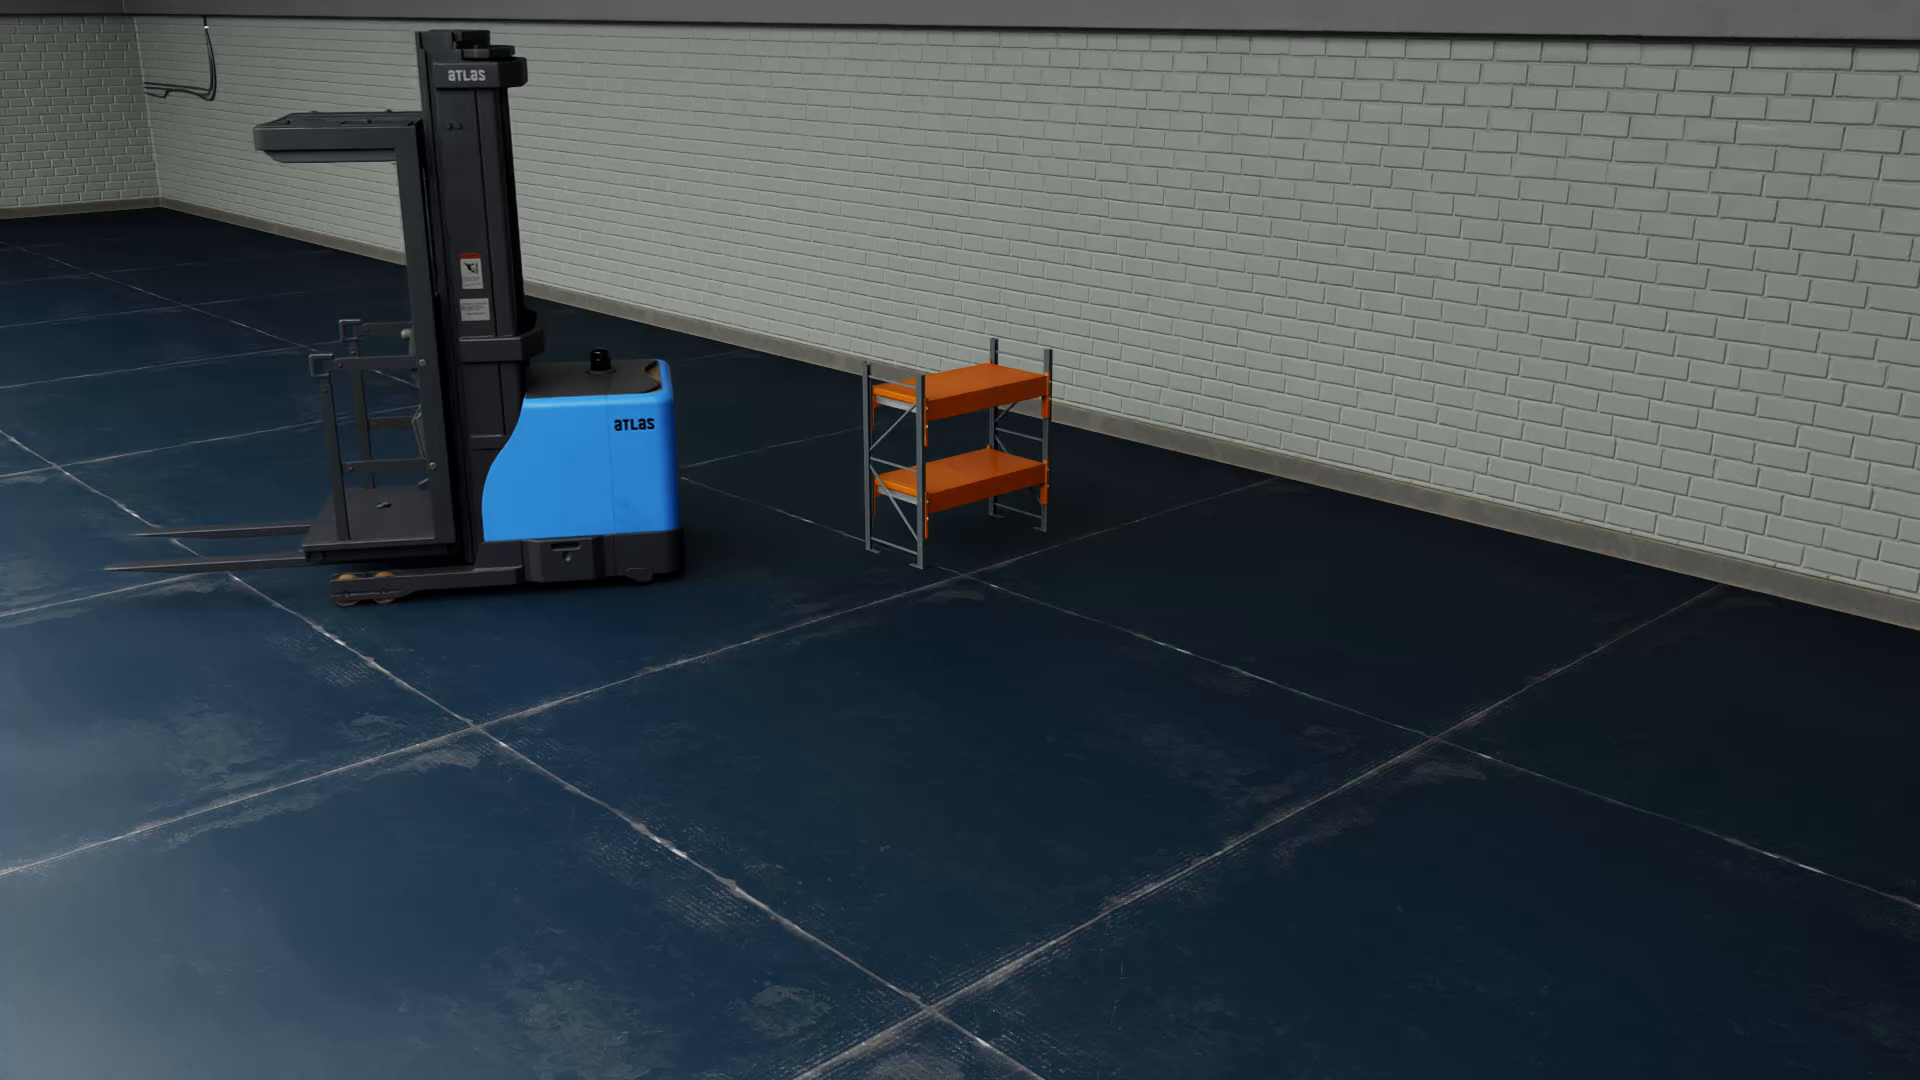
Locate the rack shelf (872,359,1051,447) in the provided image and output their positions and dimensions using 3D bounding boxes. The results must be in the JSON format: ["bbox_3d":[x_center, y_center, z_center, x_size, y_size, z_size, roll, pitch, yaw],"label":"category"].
[{"bbox_3d":[-0.005,-0.812,9.717,1.000,0.278,0.538,-16,24,-41],"label":"rack shelf"}]

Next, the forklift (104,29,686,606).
[{"bbox_3d":[-3.104,-1.218,8.991,3.031,2.935,1.130,-3,18,-11],"label":"forklift"}]

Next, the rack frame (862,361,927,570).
[{"bbox_3d":[-0.374,-0.426,9.475,0.032,1.125,0.500,-16,24,-41],"label":"rack frame"}]

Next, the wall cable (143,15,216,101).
[{"bbox_3d":[-11.579,-7.710,24.210,0.112,2.526,3.097,-16,24,-41],"label":"wall cable"}]

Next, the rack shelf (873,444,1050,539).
[{"bbox_3d":[-0.005,-0.301,9.882,1.000,0.278,0.538,-16,24,-41],"label":"rack shelf"}]

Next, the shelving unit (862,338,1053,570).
[{"bbox_3d":[-0.005,-0.534,9.807,1.048,1.125,0.538,-16,24,-41],"label":"shelving unit"}]

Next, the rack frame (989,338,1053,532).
[{"bbox_3d":[0.364,-0.641,10.139,0.032,1.125,0.500,-16,24,-41],"label":"rack frame"}]
